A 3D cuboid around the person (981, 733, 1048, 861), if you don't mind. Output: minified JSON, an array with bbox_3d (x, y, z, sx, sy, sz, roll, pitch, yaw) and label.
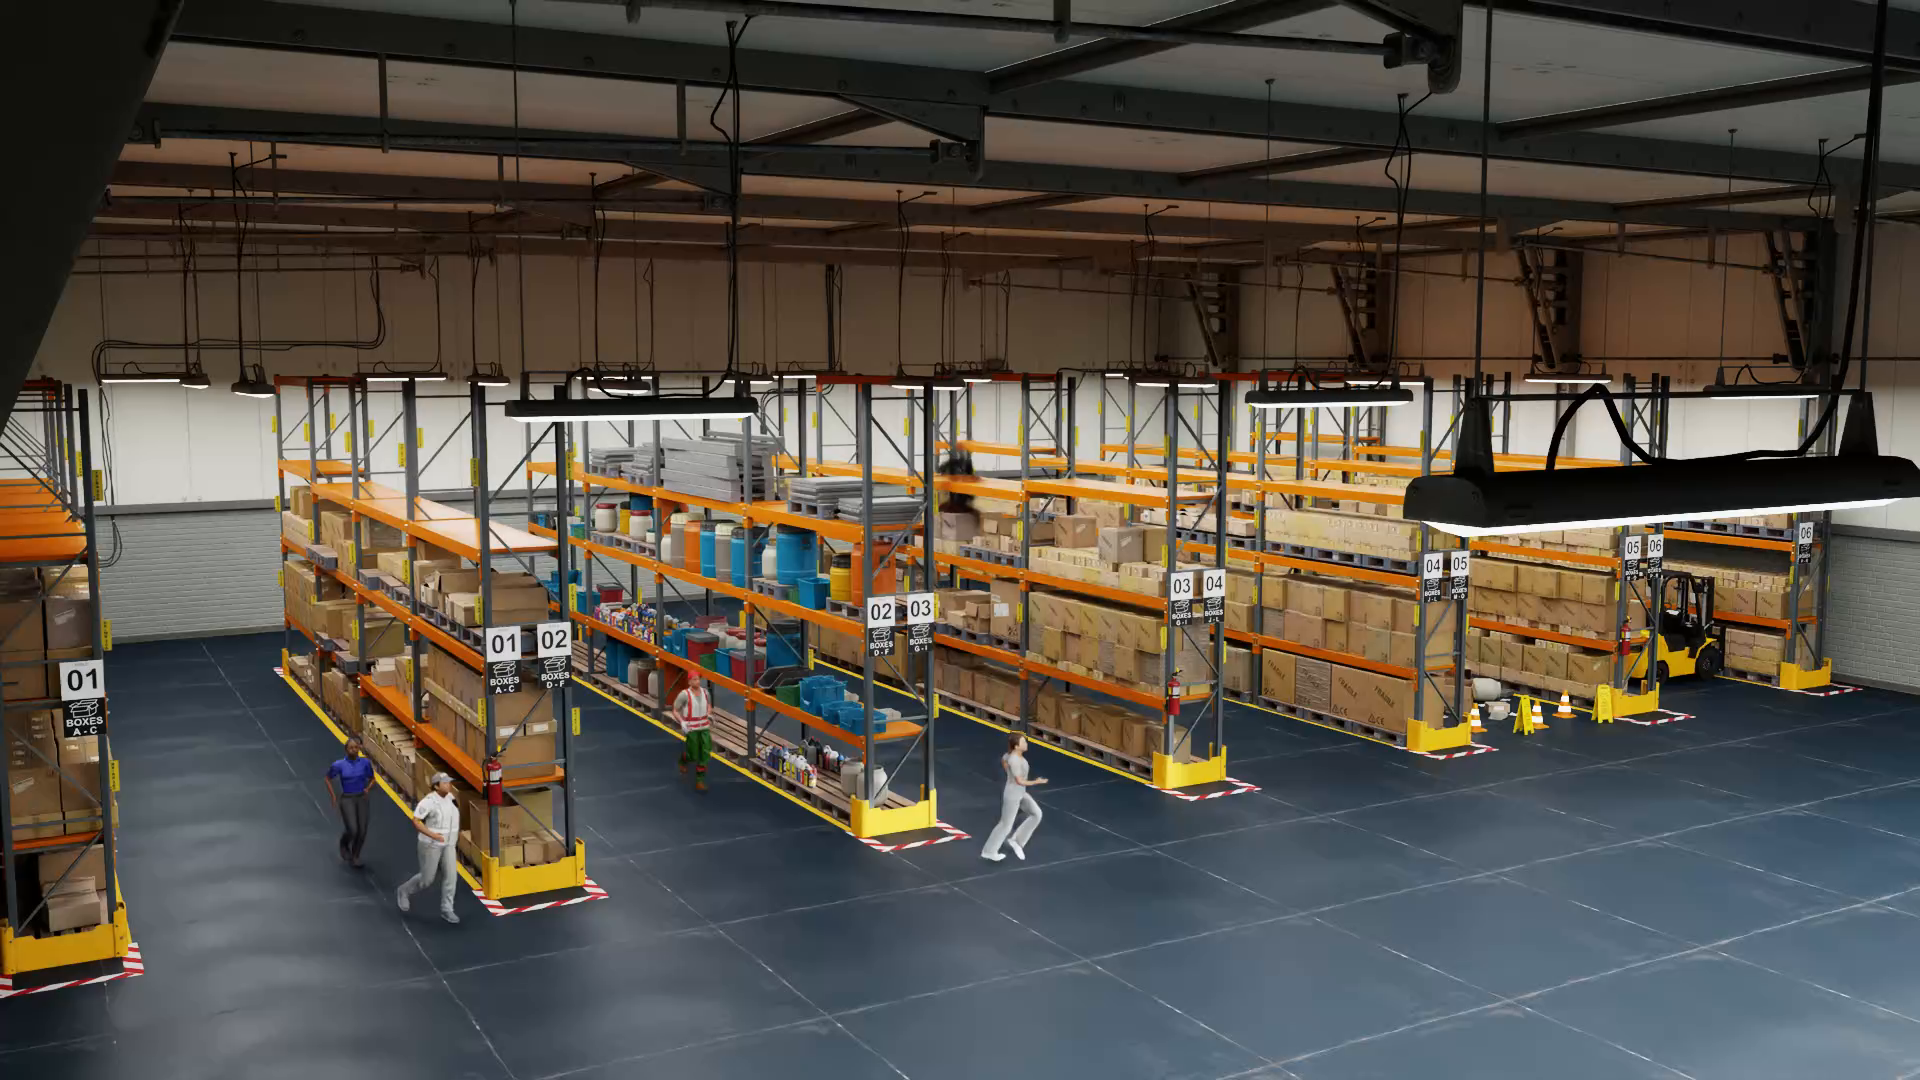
[{"bbox_3d":[0.694,3.214,20.881,0.827,1.631,0.574,1,6,10],"label":"person"}]

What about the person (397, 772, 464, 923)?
[{"bbox_3d":[-5.918,3.456,18.913,0.885,1.629,0.682,4,7,31],"label":"person"}]

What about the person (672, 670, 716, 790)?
[{"bbox_3d":[-3.917,2.781,24.584,0.656,1.749,0.704,-5,8,-36],"label":"person"}]

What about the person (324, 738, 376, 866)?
[{"bbox_3d":[-7.516,3.271,20.650,0.573,1.609,0.556,-5,8,-36],"label":"person"}]
